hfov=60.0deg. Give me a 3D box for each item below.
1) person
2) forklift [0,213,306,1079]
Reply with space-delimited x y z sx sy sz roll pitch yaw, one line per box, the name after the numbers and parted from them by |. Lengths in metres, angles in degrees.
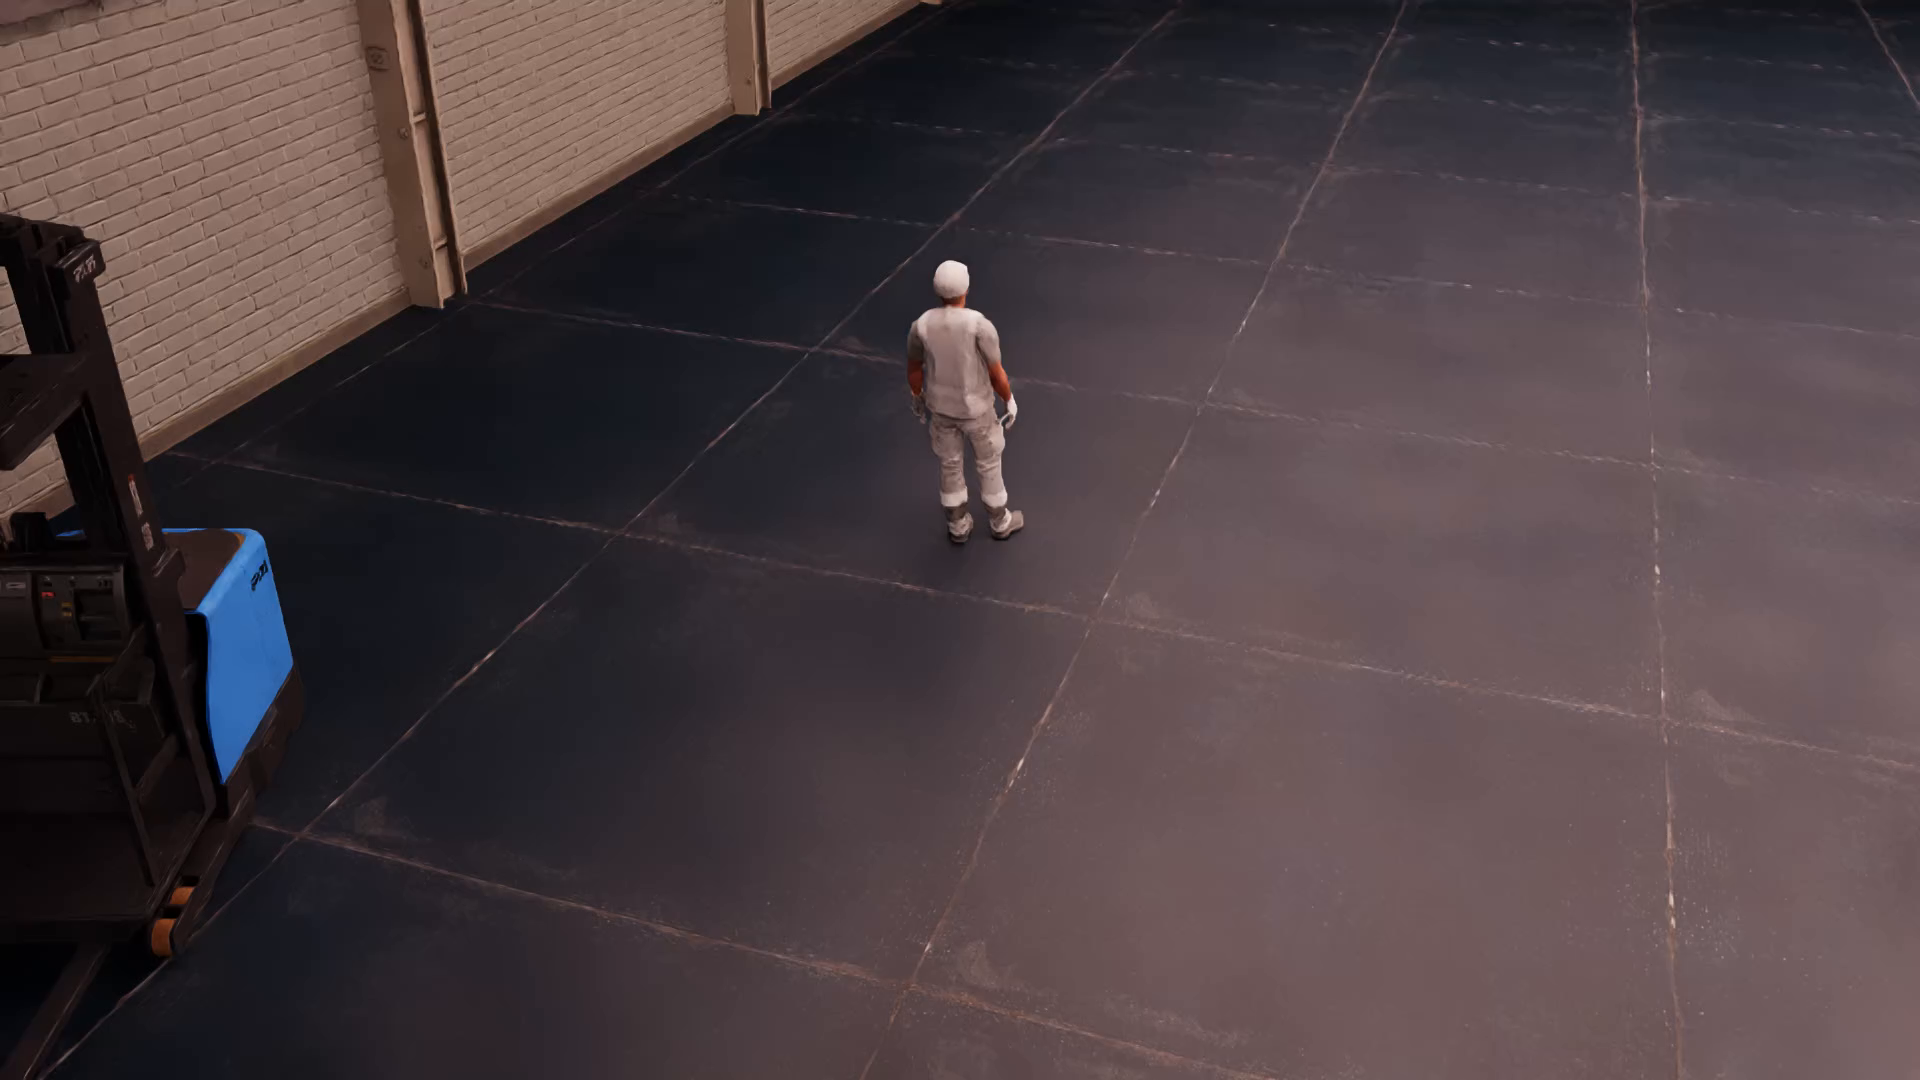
0.037 -0.819 9.713 0.637 1.787 0.563 10 31 16 | person
-3.836 0.332 6.555 1.130 2.935 3.031 -1 30 -1 | forklift
